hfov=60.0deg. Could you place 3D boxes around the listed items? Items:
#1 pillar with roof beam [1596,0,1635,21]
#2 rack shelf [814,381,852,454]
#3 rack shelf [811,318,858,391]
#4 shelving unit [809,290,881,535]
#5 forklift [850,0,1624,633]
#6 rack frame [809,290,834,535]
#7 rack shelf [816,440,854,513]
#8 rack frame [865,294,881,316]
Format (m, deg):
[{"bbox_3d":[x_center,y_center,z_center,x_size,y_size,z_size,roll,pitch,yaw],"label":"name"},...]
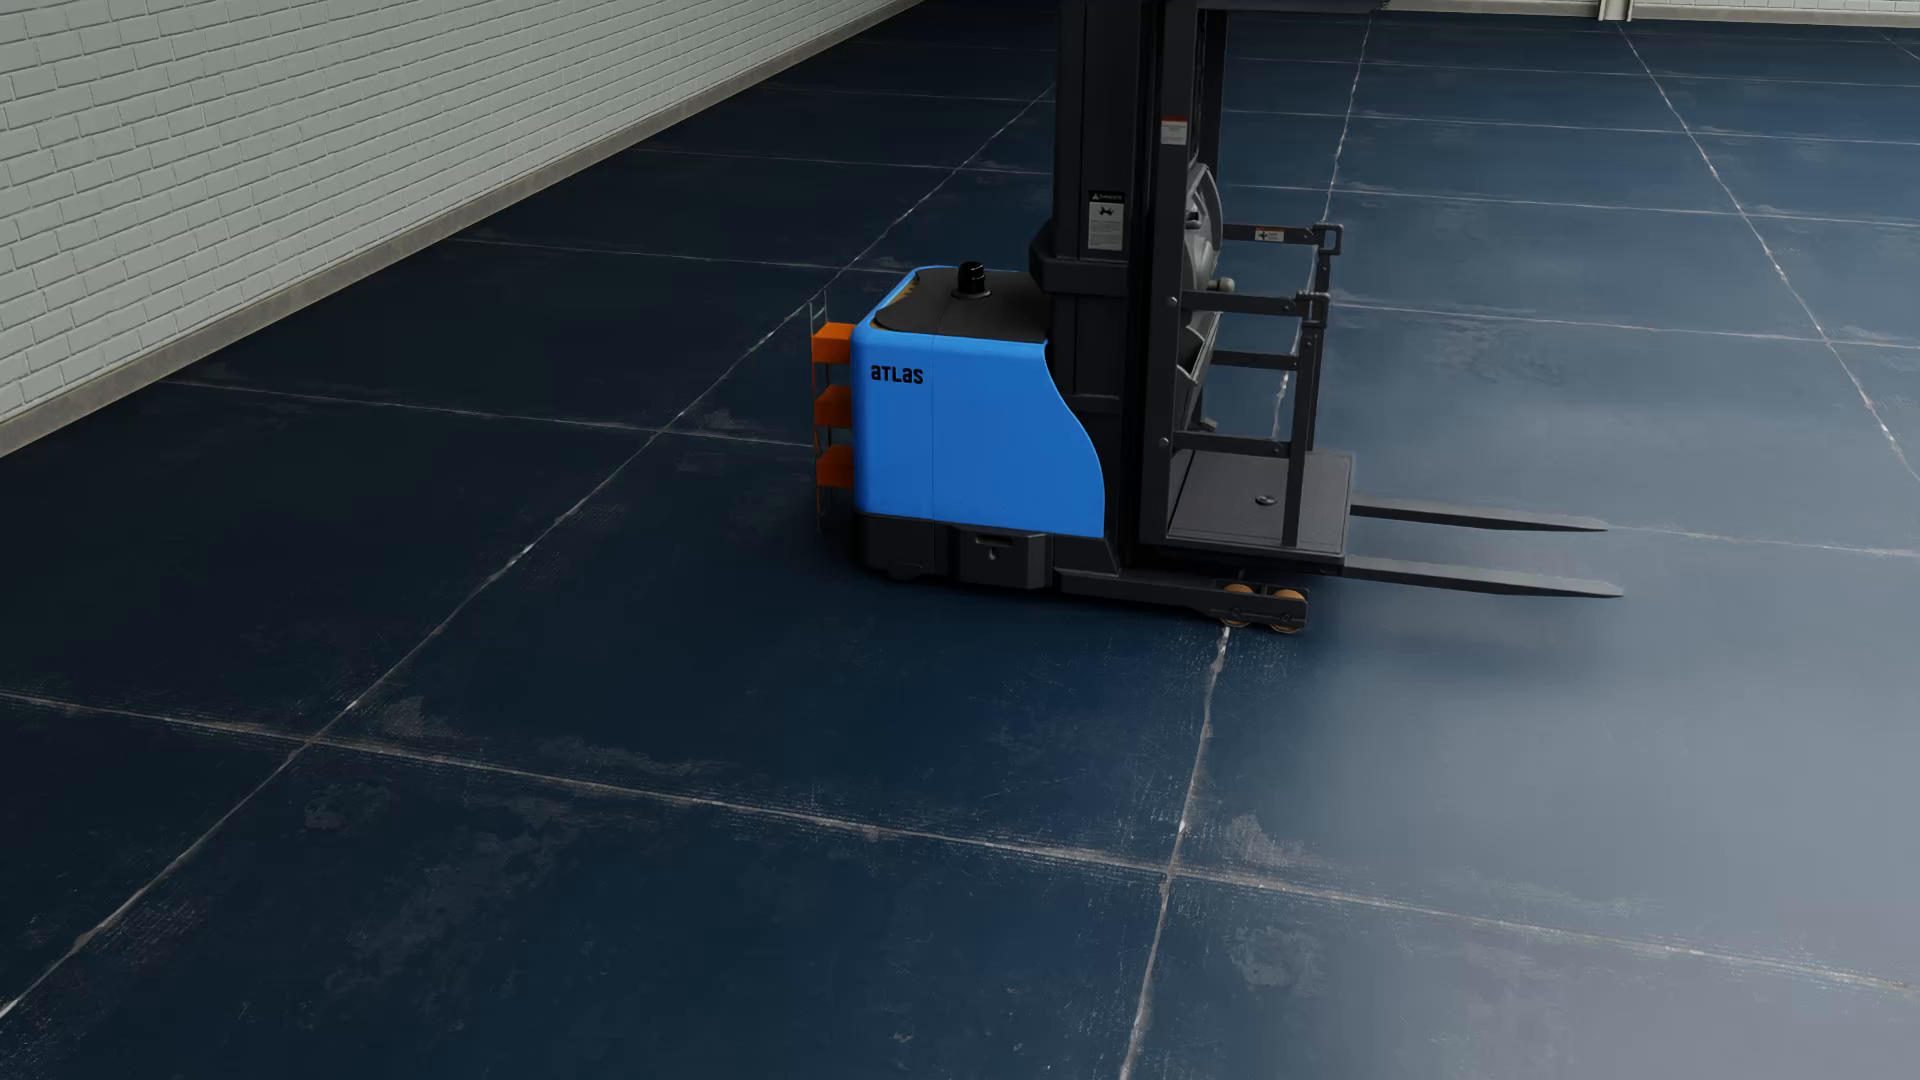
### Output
[{"bbox_3d":[7.261,-8.916,15.508,0.400,9.000,9.100,6,26,13],"label":"pillar with roof beam"},{"bbox_3d":[-0.477,-0.517,7.140,0.240,0.259,0.215,6,26,13],"label":"rack shelf"},{"bbox_3d":[-0.477,-0.773,7.018,0.240,0.259,0.215,6,26,13],"label":"rack shelf"},{"bbox_3d":[-0.477,-0.527,7.135,0.252,1.050,0.215,6,26,13],"label":"shelving unit"},{"bbox_3d":[1.127,-1.213,6.388,3.031,2.935,1.130,6,26,13],"label":"forklift"},{"bbox_3d":[-0.595,-0.540,7.163,0.008,1.050,0.200,6,26,13],"label":"rack frame"},{"bbox_3d":[-0.477,-0.266,7.259,0.240,0.259,0.215,6,26,13],"label":"rack shelf"},{"bbox_3d":[-0.359,-0.514,7.108,0.008,1.050,0.200,6,26,13],"label":"rack frame"}]
